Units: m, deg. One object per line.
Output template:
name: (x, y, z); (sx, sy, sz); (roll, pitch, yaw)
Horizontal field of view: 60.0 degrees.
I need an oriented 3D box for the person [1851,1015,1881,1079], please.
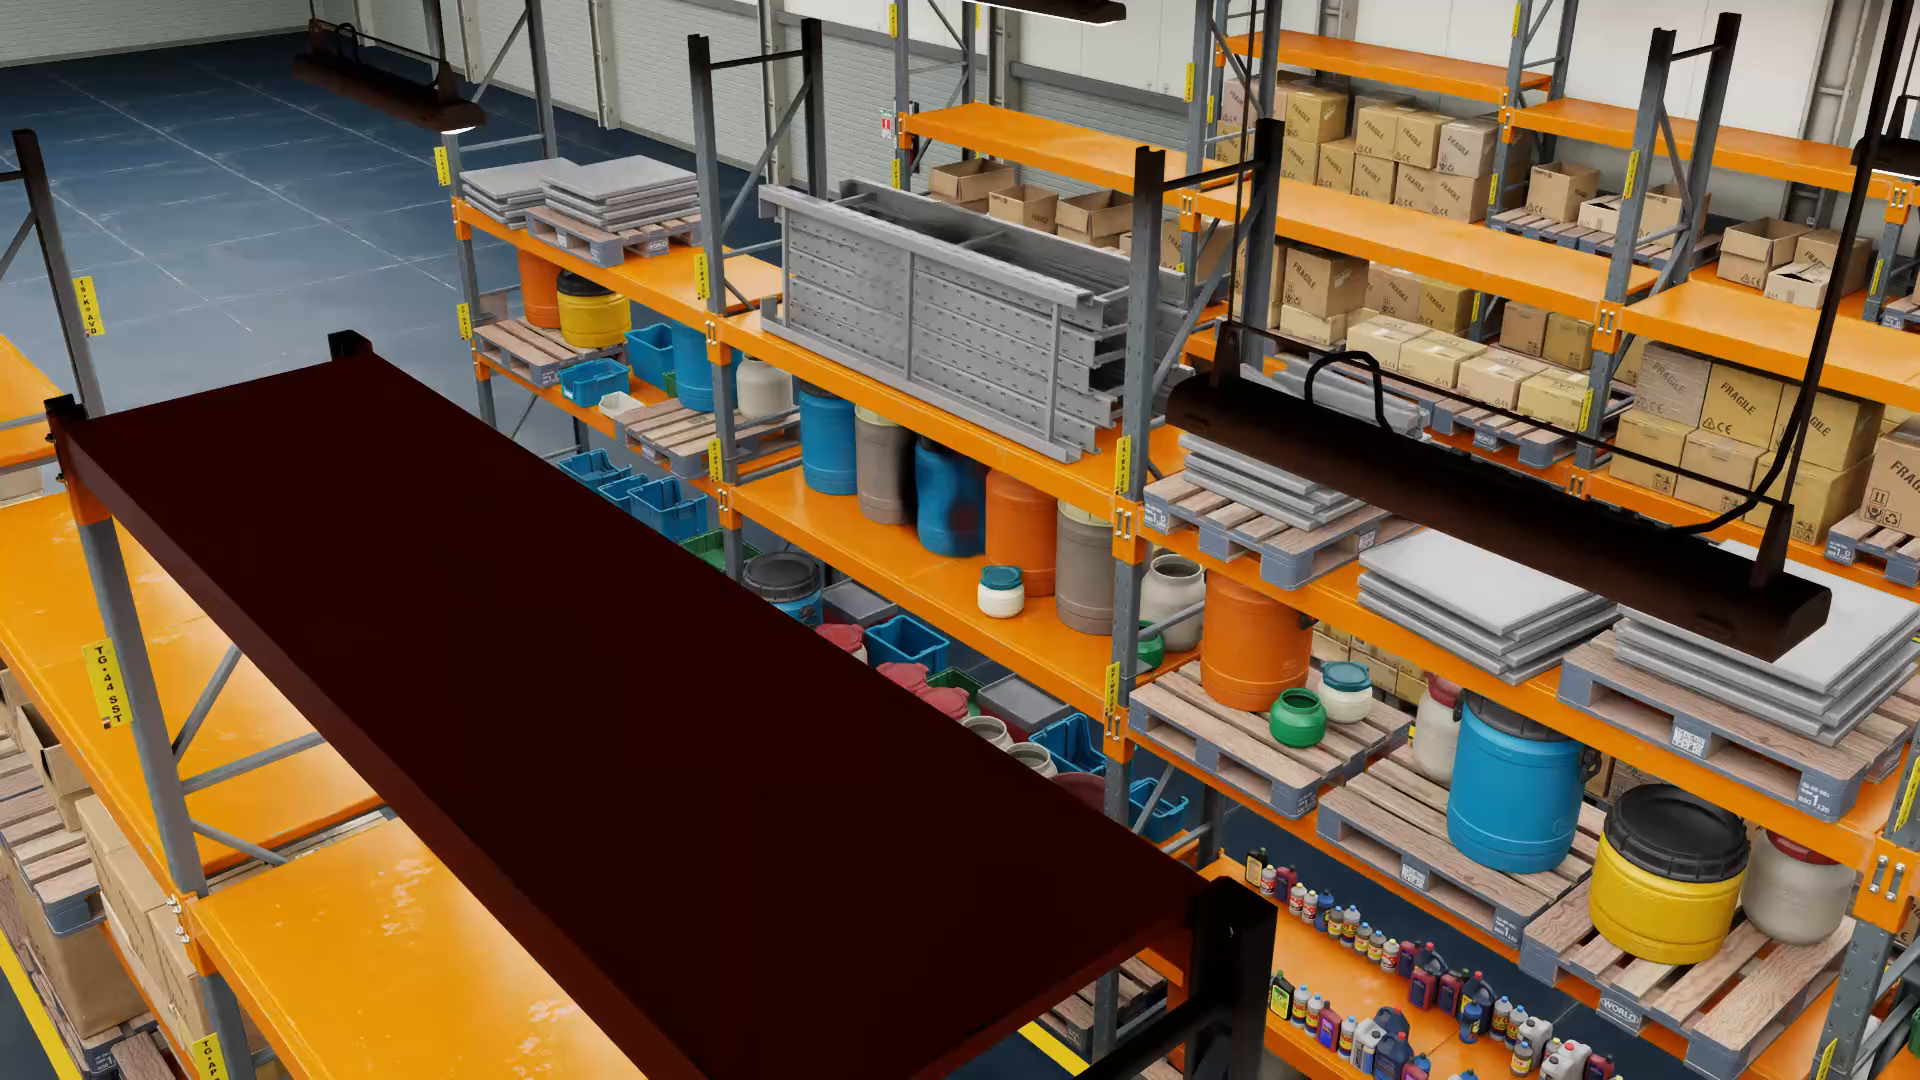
person: (5.151, 3.272, 9.496); (0.530, 1.520, 0.955); (-12, 30, -23)
